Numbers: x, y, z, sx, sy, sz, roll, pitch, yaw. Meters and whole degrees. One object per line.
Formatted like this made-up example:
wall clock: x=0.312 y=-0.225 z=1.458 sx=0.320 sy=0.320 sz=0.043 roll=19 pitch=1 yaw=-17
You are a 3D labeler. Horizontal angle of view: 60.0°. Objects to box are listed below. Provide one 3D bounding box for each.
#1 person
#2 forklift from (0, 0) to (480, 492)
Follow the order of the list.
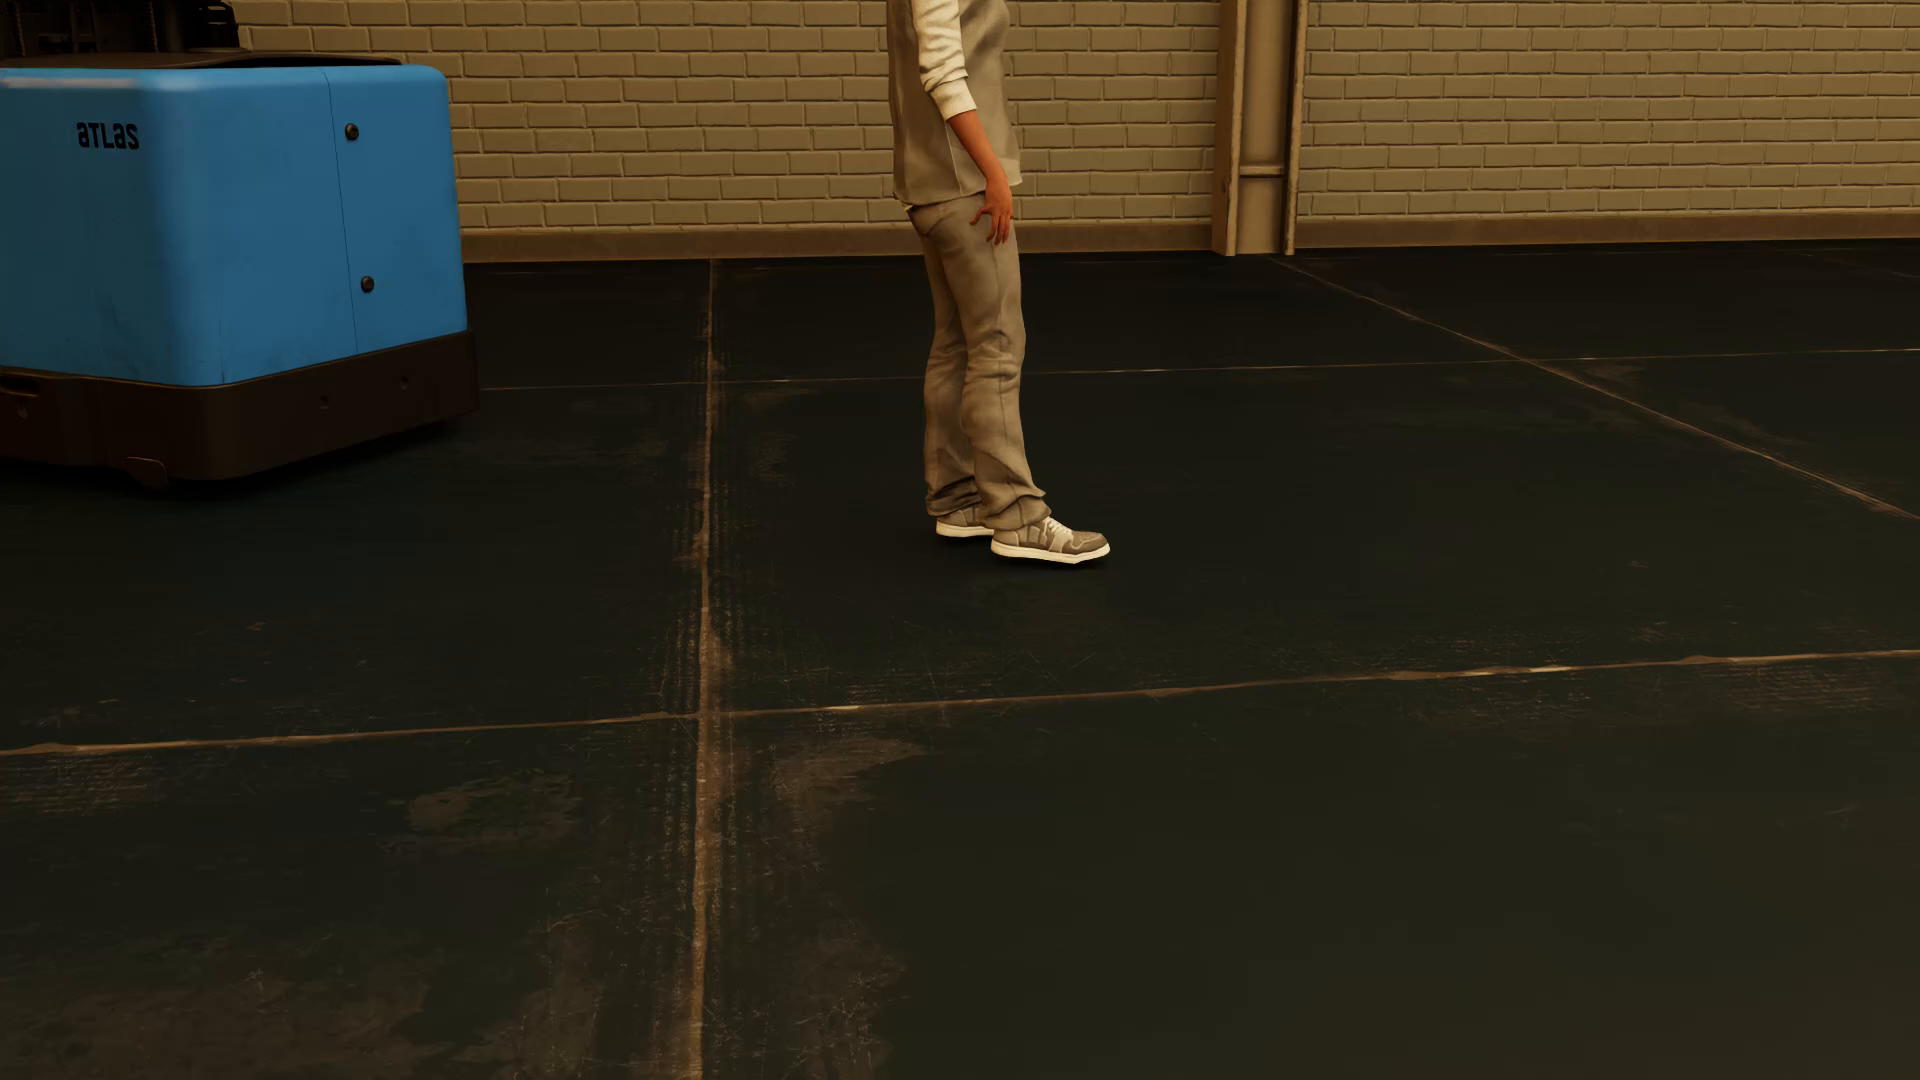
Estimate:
person: x=0.076 y=-0.770 z=3.731 sx=0.473 sy=1.599 sz=0.521 roll=-2 pitch=17 yaw=-8
forklift: x=-3.016 y=-1.795 z=4.844 sx=3.031 sy=2.935 sz=1.130 roll=8 pitch=18 yaw=24
